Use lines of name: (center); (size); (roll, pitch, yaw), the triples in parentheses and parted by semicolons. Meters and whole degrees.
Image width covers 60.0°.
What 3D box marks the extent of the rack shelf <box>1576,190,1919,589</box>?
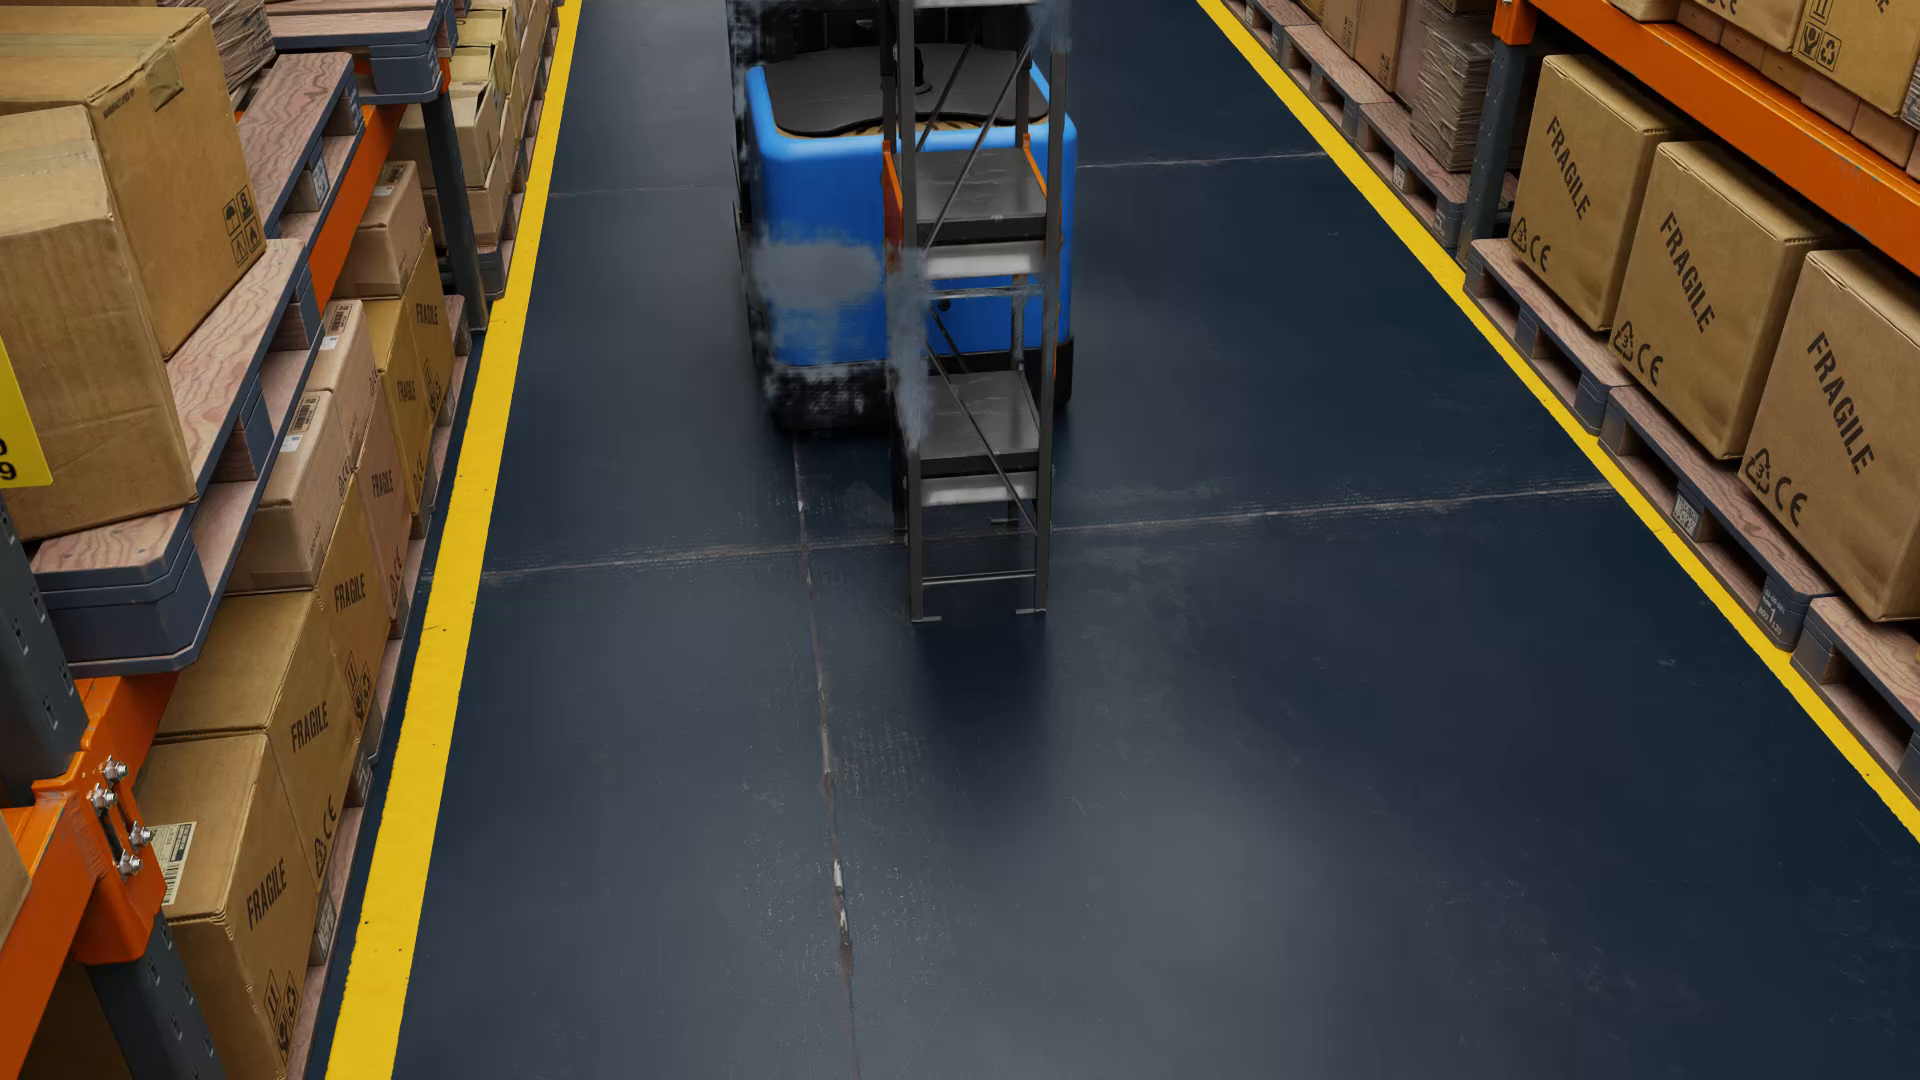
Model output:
rack shelf: (-2.602, -2.853, 7.412); (1.077, 0.370, 4.000); (-4, 35, -6)

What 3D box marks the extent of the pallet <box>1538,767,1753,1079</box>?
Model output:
pallet: (-2.733, -2.706, 9.033); (1.003, 0.211, 1.213); (-4, 35, -6)

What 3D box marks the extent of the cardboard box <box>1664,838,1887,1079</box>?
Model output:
cardboard box: (-2.994, -2.775, 8.727); (0.500, 0.250, 0.500); (-4, 34, -5)

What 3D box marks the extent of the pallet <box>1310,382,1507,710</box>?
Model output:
pallet: (-2.936, -3.561, 10.288); (1.003, 0.211, 1.213); (-4, 35, -6)

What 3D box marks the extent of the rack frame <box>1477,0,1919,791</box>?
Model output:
rack frame: (-2.871, -4.267, 8.847); (1.000, 3.000, 0.127); (-4, 35, -6)

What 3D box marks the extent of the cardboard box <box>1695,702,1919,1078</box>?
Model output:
cardboard box: (-3.000, -3.006, 8.569); (0.500, 0.311, 0.500); (-5, 35, -7)

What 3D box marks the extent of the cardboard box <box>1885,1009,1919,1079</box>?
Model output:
cardboard box: (-2.929, -2.718, 8.145); (0.500, 0.311, 0.500); (-5, 35, -8)

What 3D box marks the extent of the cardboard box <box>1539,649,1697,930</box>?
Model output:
cardboard box: (-3.062, -3.060, 9.145); (0.500, 0.250, 0.500); (-5, 35, -8)
